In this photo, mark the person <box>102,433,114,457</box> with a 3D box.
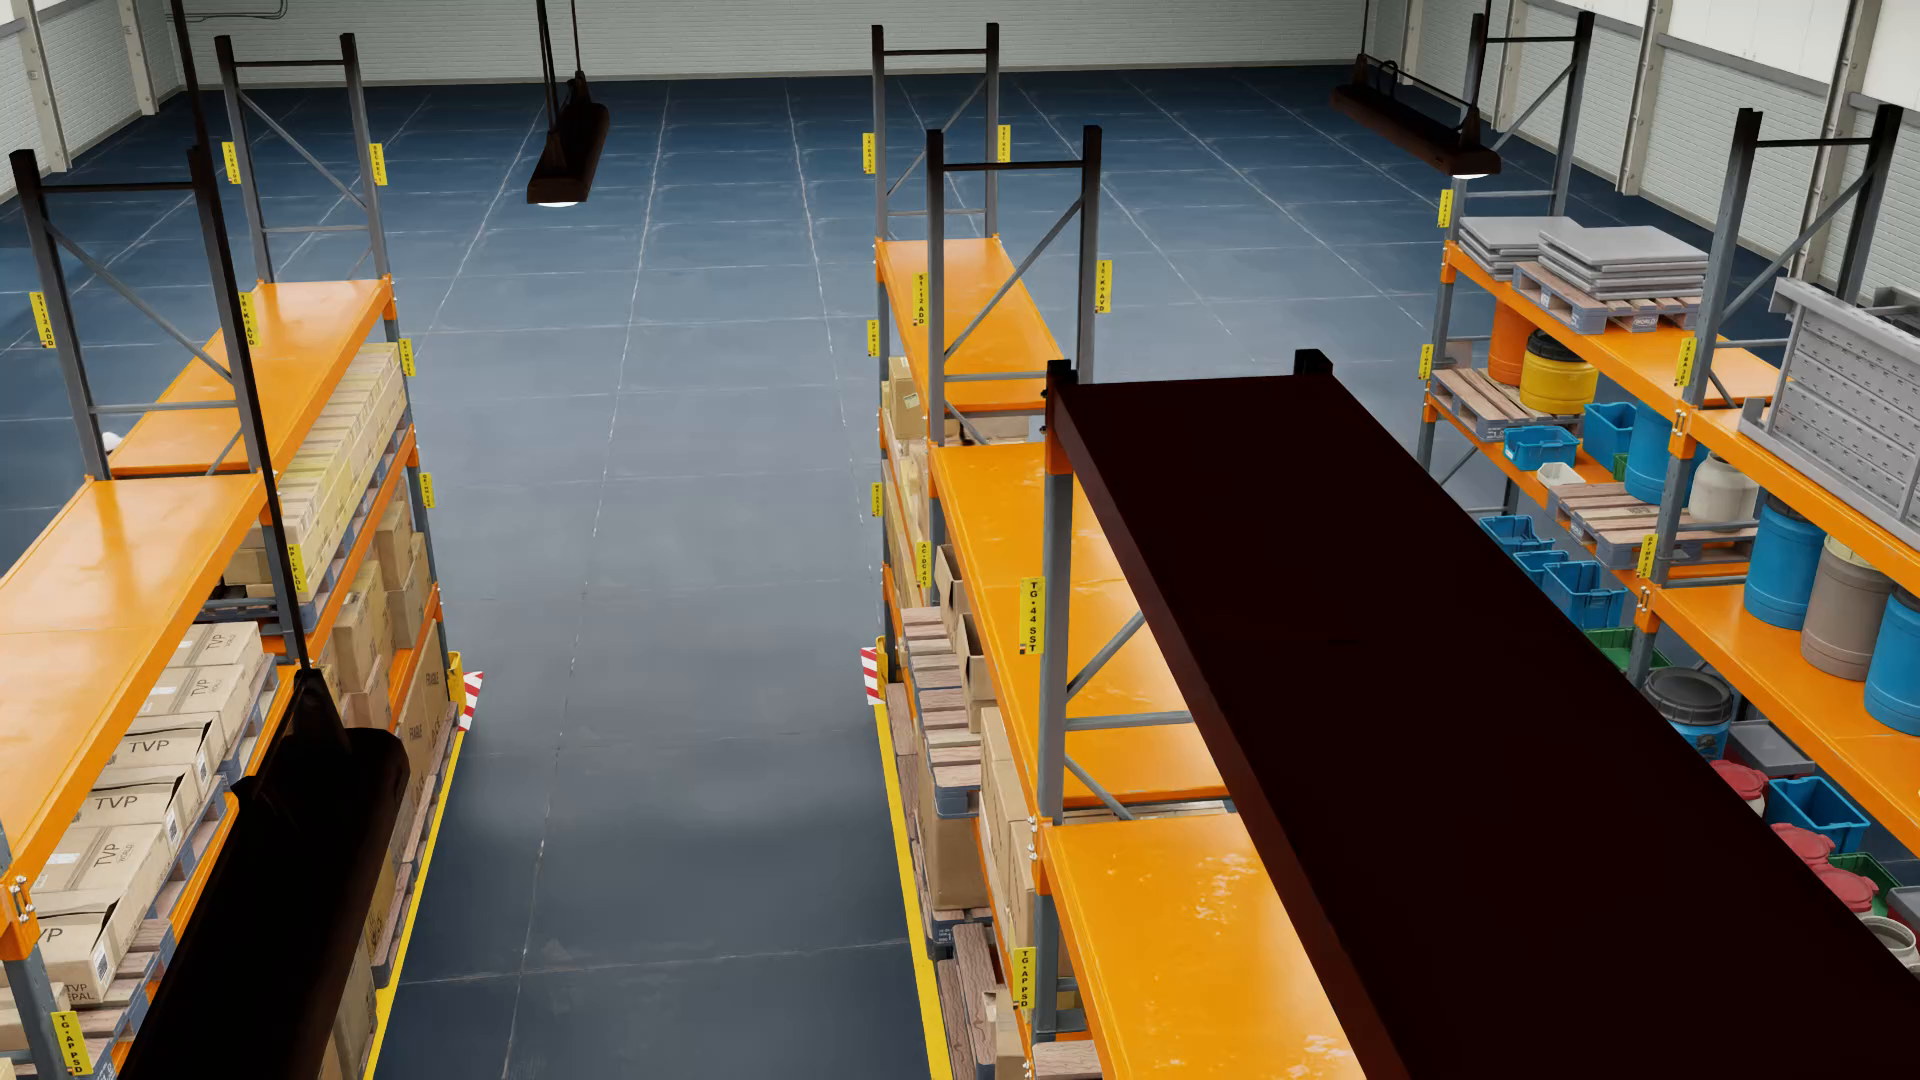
[{"bbox_3d":[-8.551,-0.279,17.091,0.778,1.746,0.569,-7,26,-15],"label":"person"}]
